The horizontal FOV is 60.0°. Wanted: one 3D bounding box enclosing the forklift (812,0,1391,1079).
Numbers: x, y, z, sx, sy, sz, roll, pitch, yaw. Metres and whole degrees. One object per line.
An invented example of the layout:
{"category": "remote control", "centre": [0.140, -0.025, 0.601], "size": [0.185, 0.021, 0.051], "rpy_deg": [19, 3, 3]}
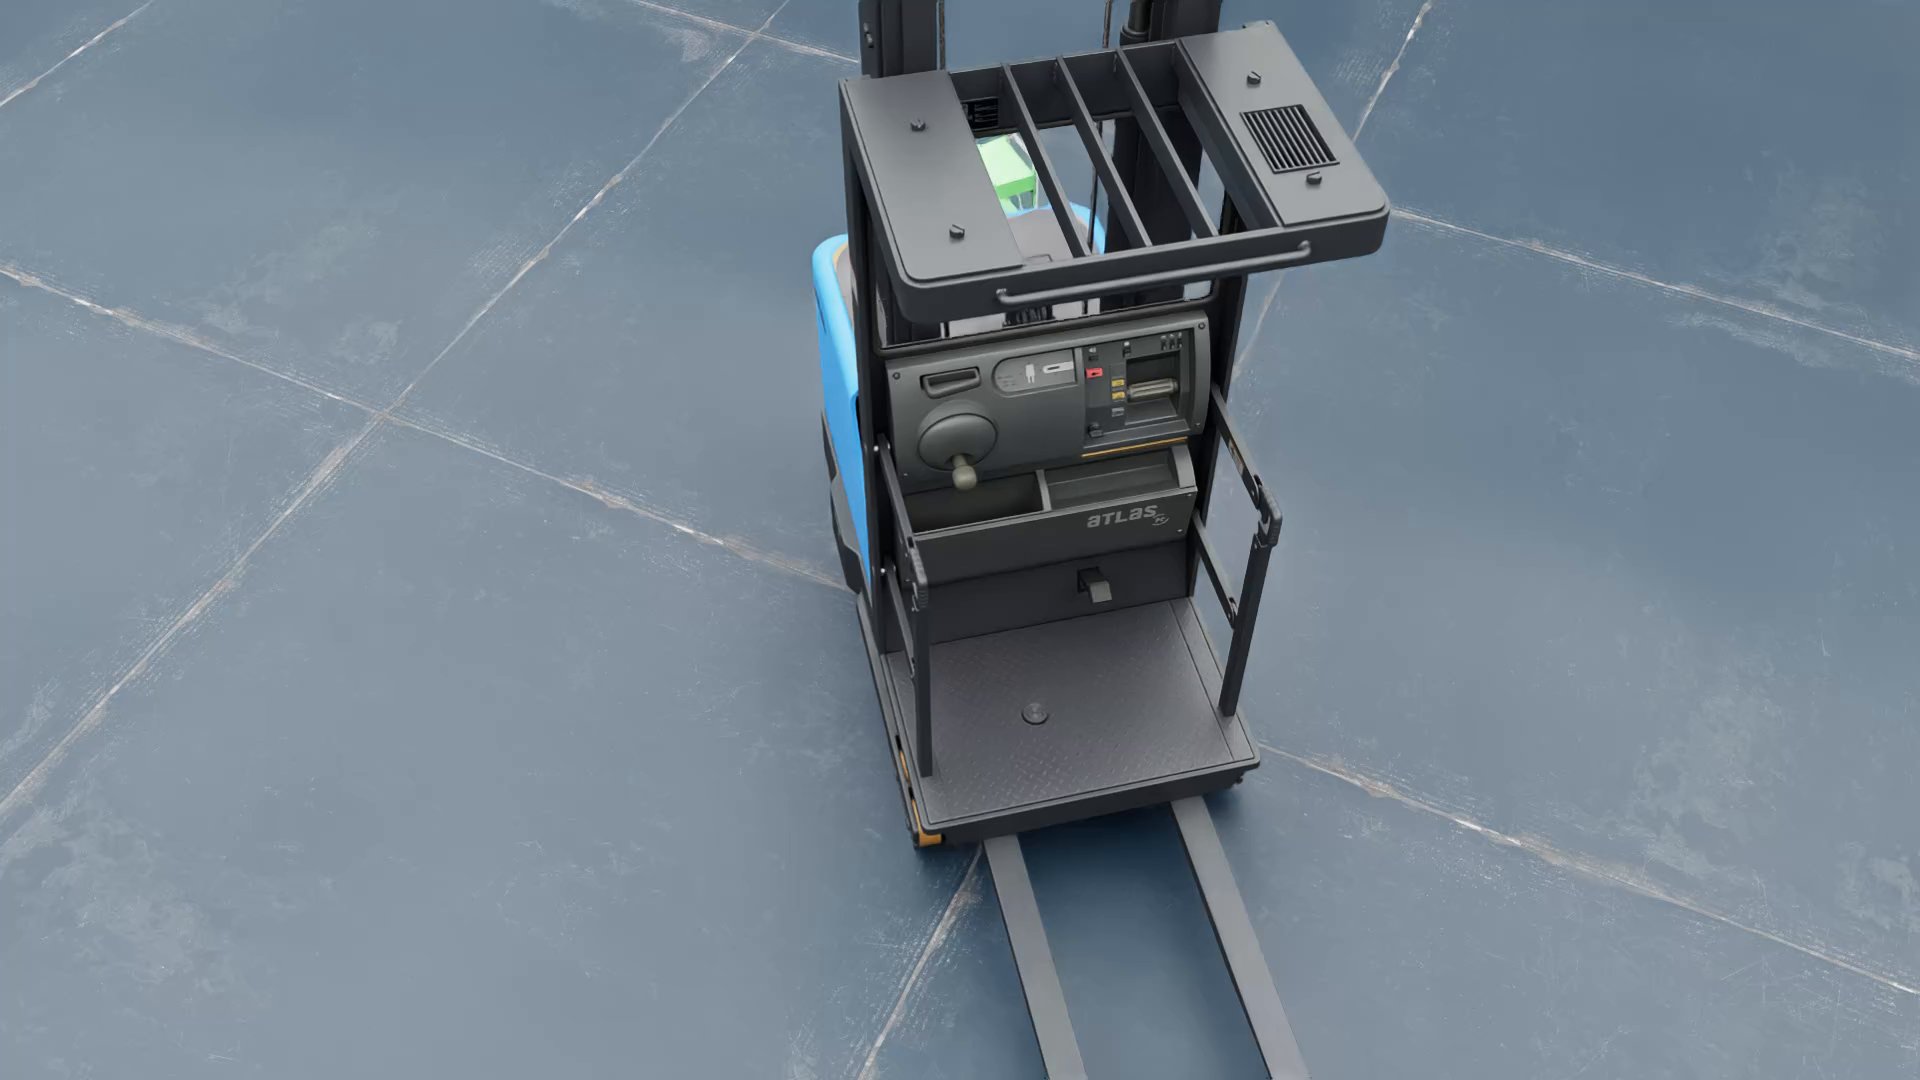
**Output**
{"category": "forklift", "centre": [0.310, -0.285, 4.568], "size": [1.130, 2.935, 3.031], "rpy_deg": [-10, 50, -9]}

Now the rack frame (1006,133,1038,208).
{"category": "rack frame", "centre": [0.225, -1.084, 6.384], "size": [0.015, 1.200, 0.240], "rpy_deg": [-19, 52, -16]}

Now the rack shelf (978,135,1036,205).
{"category": "rack shelf", "centre": [0.003, -1.276, 6.001], "size": [0.480, 0.148, 0.258], "rpy_deg": [-19, 52, -16]}

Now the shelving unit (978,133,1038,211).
{"category": "shelving unit", "centre": [0.003, -1.006, 6.318], "size": [0.503, 1.200, 0.258], "rpy_deg": [-19, 52, -16]}

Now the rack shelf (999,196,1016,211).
{"category": "rack shelf", "centre": [0.003, -1.120, 6.184], "size": [0.480, 0.148, 0.258], "rpy_deg": [-19, 52, -16]}
